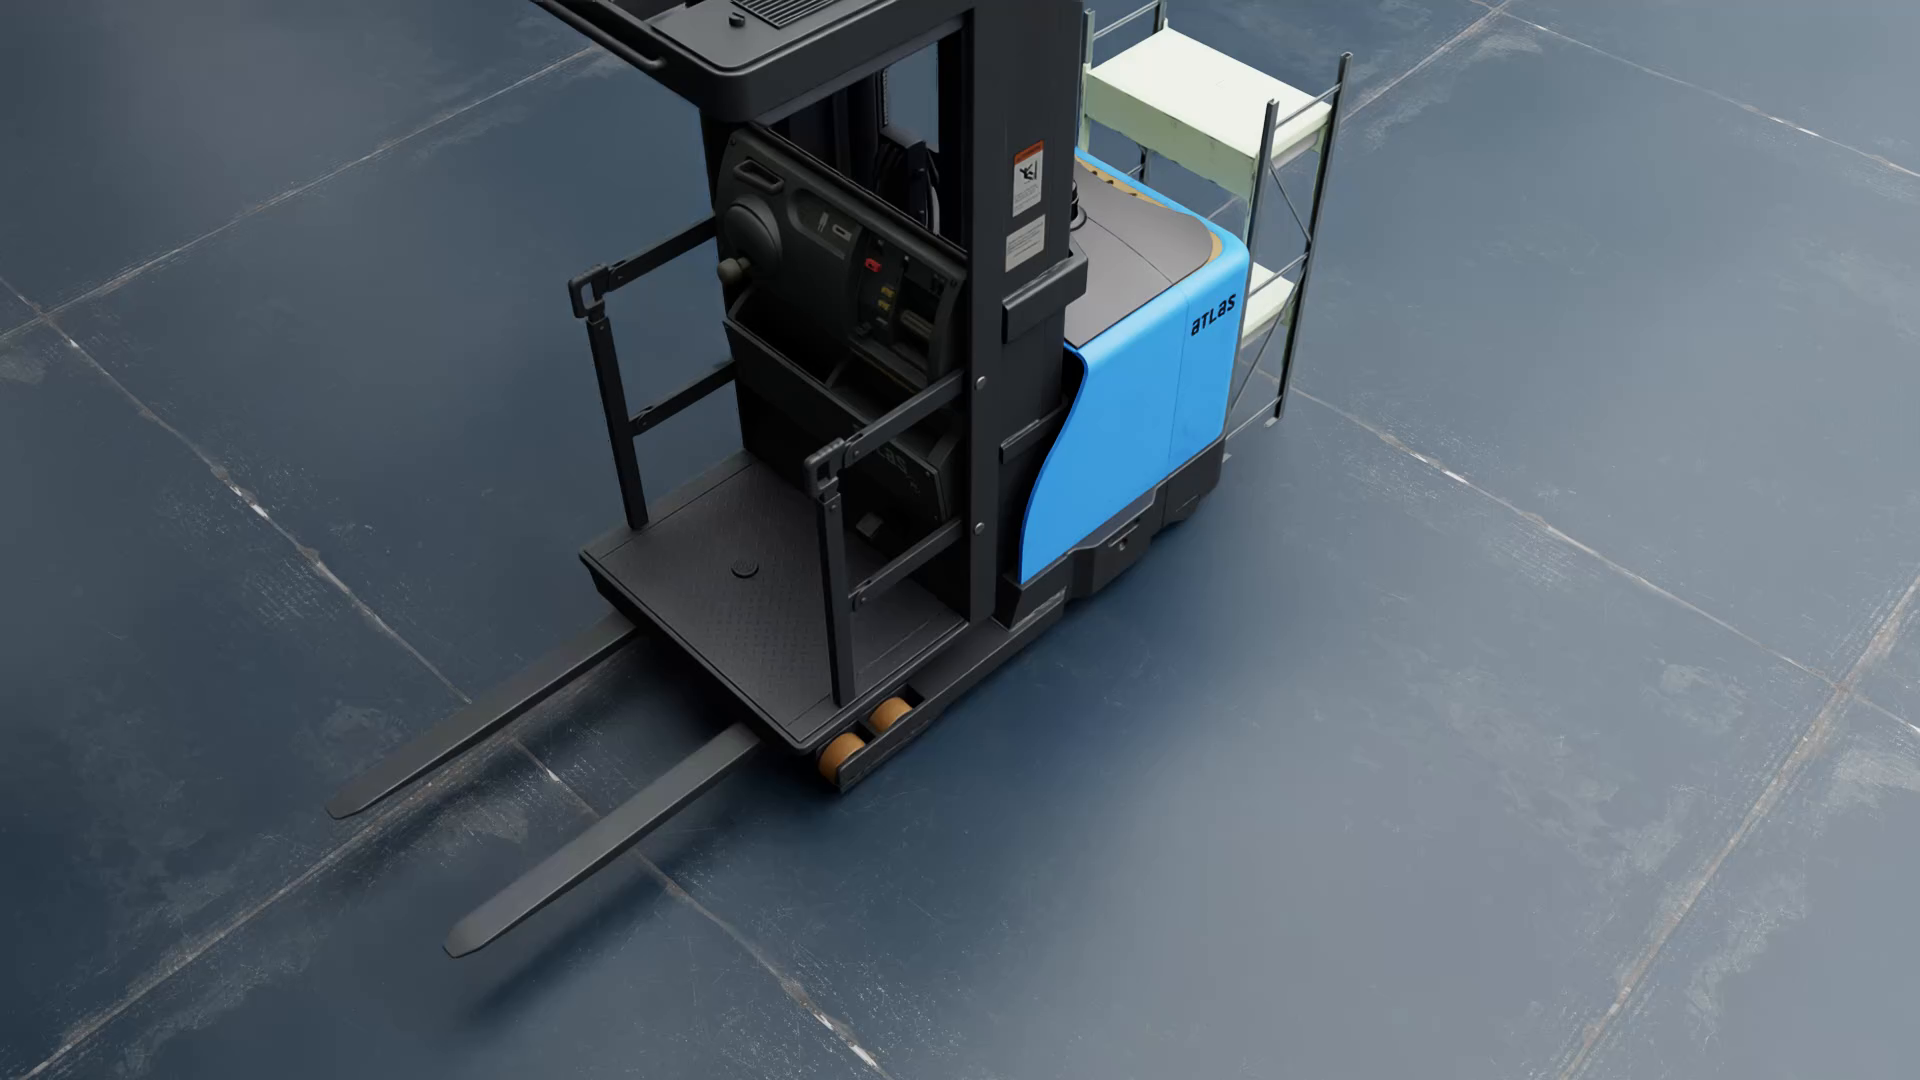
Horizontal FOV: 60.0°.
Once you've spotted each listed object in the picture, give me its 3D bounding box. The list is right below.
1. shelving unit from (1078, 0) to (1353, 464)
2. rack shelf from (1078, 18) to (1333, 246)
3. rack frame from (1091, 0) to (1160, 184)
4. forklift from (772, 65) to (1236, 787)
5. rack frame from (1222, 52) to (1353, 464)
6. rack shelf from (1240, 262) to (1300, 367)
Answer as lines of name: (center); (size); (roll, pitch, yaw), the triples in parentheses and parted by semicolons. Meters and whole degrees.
shelving unit: (0.799, -1.064, 5.720); (0.431, 1.500, 0.748); (-36, 56, -29)
rack shelf: (0.796, -1.333, 5.437); (0.431, 0.370, 0.720); (-36, 56, -29)
rack frame: (0.539, -1.256, 5.900); (0.380, 1.308, 0.010); (-36, 56, -29)
forklift: (2.809, -8.617, 11.873); (20.805, 2.867, 12.119); (-35, 56, -29)
rack frame: (1.054, -0.877, 5.544); (0.400, 1.500, 0.023); (-36, 56, -29)
rack shelf: (0.796, -0.843, 5.960); (0.431, 0.370, 0.720); (-36, 56, -29)
